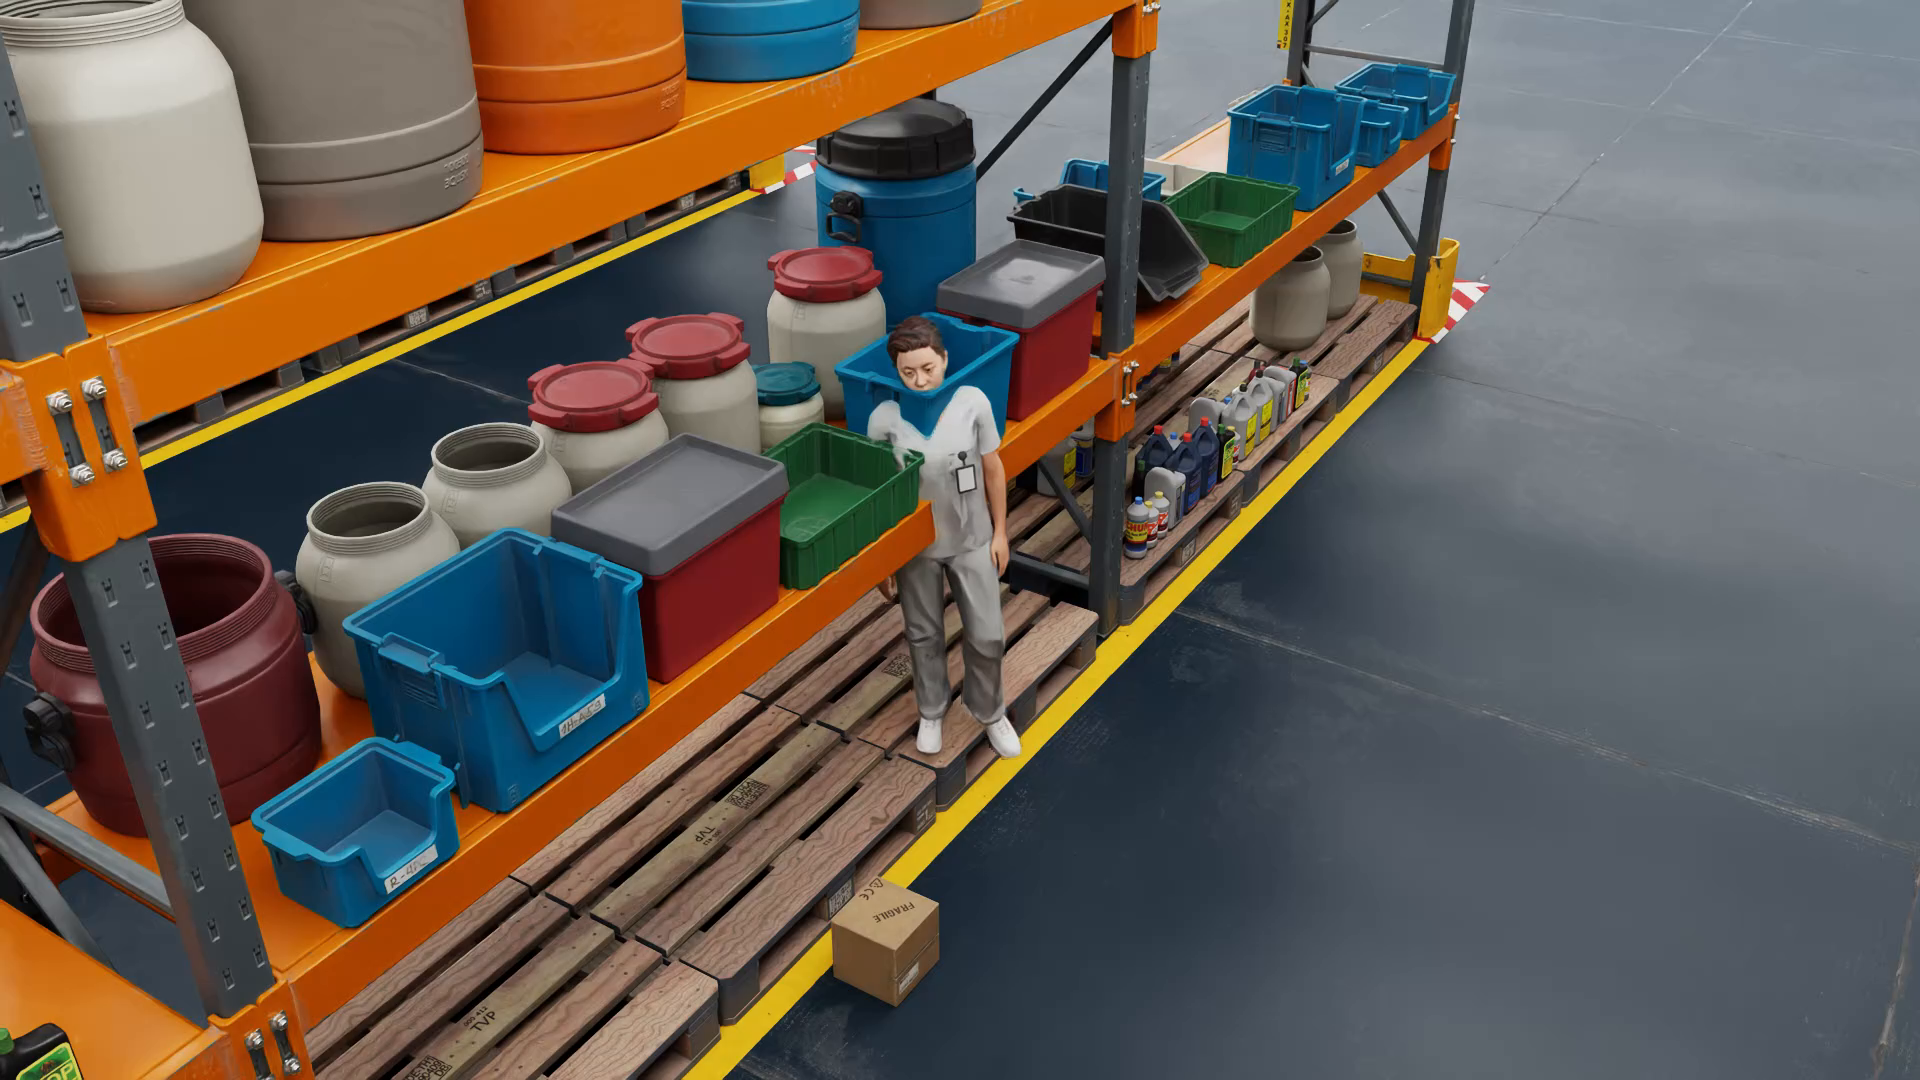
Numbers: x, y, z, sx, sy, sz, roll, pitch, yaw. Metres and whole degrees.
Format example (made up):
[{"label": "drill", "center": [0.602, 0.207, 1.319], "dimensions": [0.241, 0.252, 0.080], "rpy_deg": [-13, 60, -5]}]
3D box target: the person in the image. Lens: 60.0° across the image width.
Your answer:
[{"label": "person", "center": [-0.050, 0.023, 5.707], "dimensions": [0.540, 1.708, 0.357], "rpy_deg": [-4, 31, -6]}]
